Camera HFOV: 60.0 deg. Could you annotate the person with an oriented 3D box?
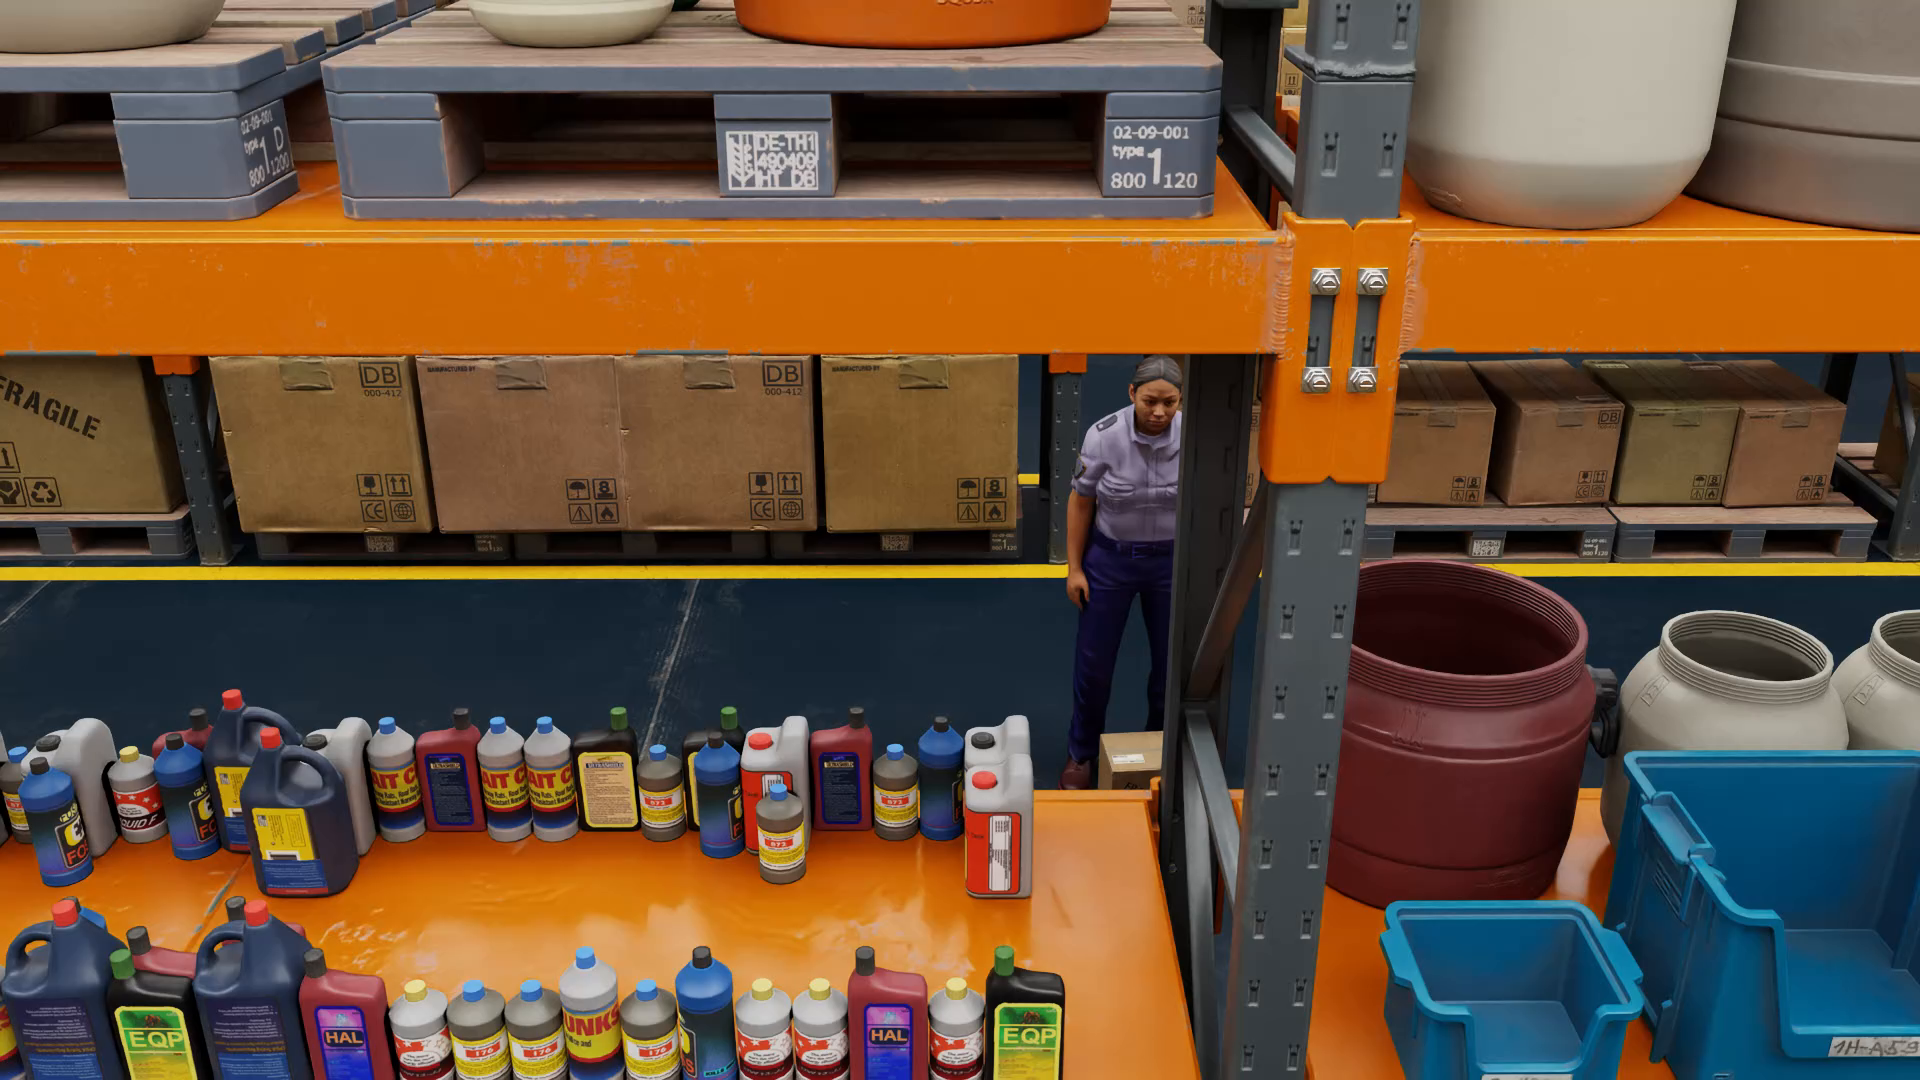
[{"bbox_3d":[0.622,0.200,5.886,0.528,1.473,0.374,0,24,-1],"label":"person"}]
